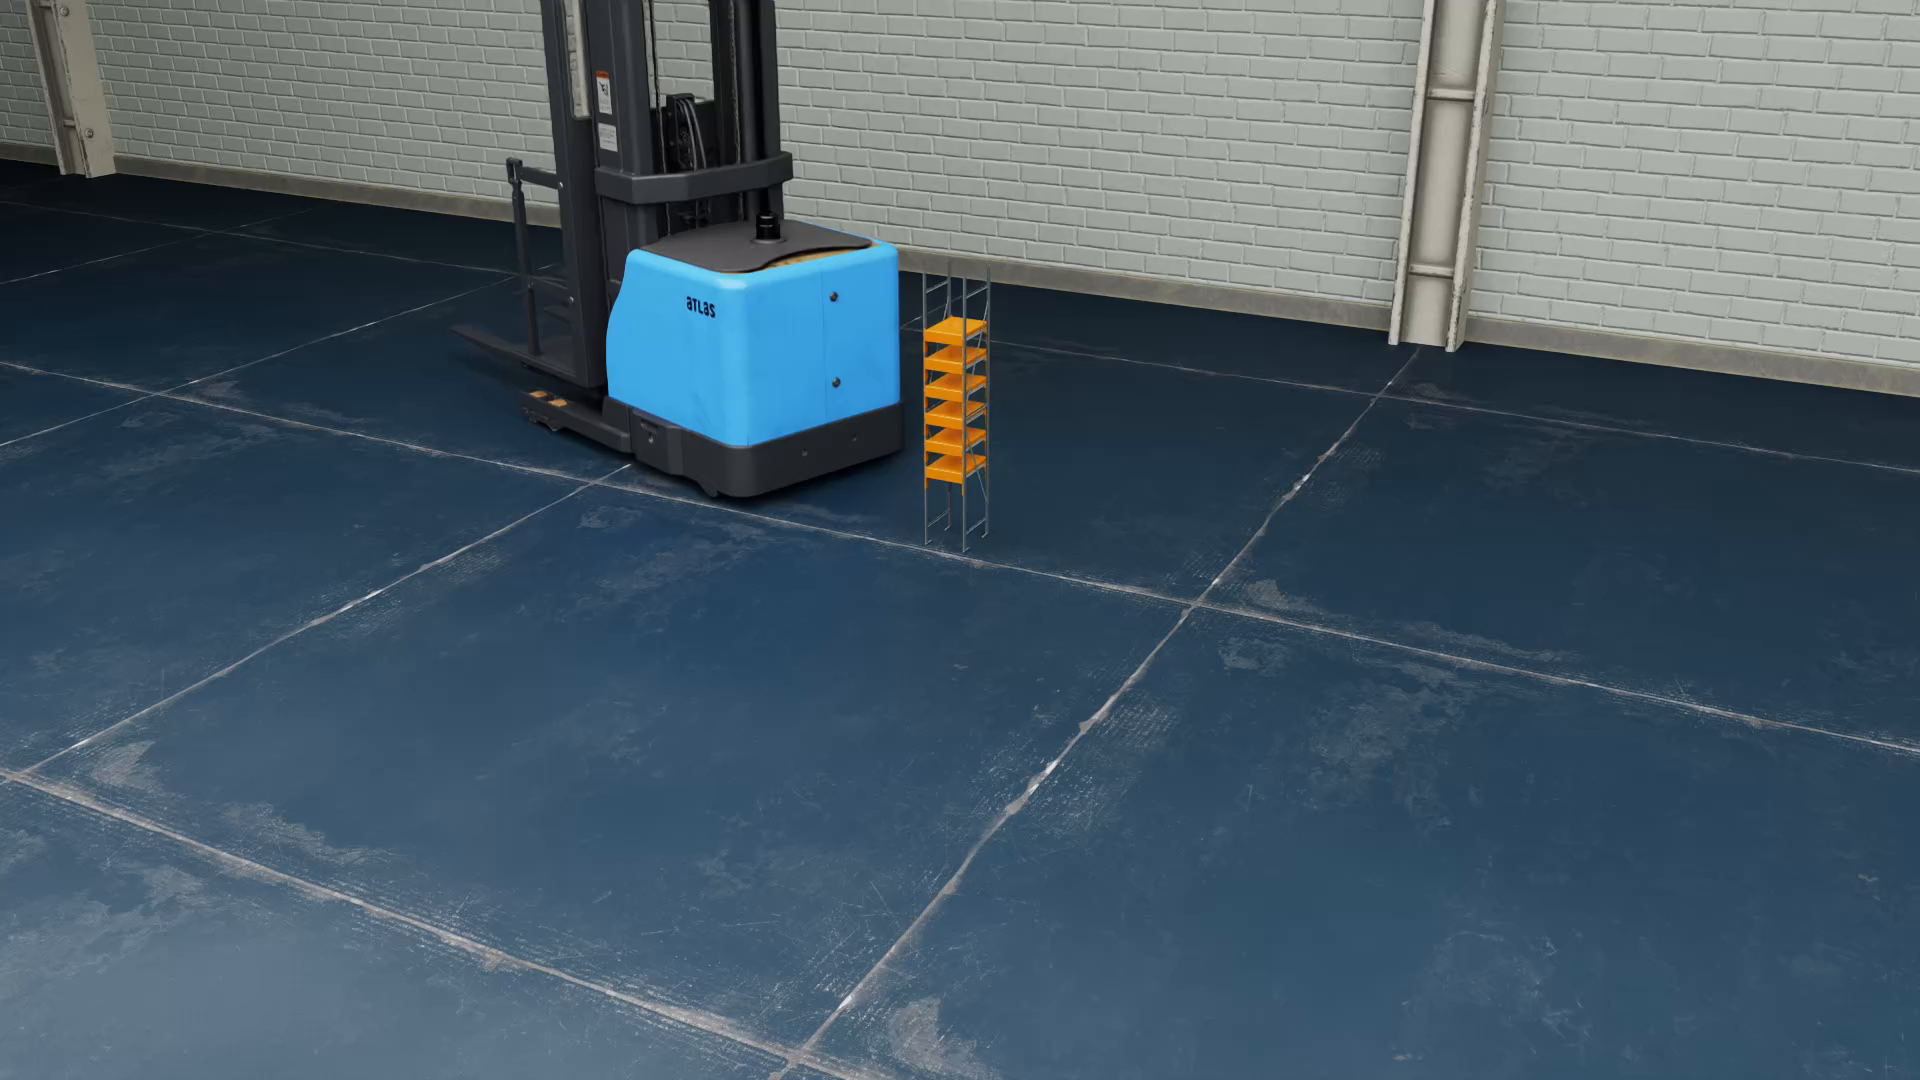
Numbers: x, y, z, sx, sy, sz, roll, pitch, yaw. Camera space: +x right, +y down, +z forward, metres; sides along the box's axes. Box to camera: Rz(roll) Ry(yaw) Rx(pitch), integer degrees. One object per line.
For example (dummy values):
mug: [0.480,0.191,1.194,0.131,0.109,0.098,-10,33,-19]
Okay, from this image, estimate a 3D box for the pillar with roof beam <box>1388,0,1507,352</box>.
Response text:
pillar with roof beam: [0.885,-3.841,4.783,0.400,9.000,9.100,11,25,25]

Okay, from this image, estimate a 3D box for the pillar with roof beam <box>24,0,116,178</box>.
pillar with roof beam: [-9.824,-5.960,9.766,0.400,9.000,9.100,11,25,25]

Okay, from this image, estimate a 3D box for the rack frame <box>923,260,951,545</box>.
rack frame: [-0.095,-0.571,7.059,0.006,1.200,0.240,11,25,25]

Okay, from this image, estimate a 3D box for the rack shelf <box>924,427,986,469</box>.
rack shelf: [-0.013,-0.403,7.086,0.180,0.103,0.258,11,25,25]

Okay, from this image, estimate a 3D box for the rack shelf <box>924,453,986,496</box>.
rack shelf: [-0.013,-0.293,7.133,0.180,0.103,0.258,11,25,25]

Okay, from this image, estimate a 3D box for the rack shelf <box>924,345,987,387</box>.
rack shelf: [-0.013,-0.735,6.945,0.180,0.103,0.258,11,25,25]

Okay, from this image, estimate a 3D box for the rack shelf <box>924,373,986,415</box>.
rack shelf: [-0.013,-0.624,6.992,0.180,0.103,0.258,11,25,25]

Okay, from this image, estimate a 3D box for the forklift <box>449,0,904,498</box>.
forklift: [-1.652,-2.029,8.275,1.130,2.935,3.031,-20,30,-39]

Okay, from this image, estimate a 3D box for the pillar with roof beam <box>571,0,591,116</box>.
pillar with roof beam: [-4.469,-4.900,7.275,0.400,9.000,9.100,11,25,25]

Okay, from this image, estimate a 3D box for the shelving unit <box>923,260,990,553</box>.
shelving unit: [-0.013,-0.555,7.021,0.189,1.200,0.258,11,25,25]

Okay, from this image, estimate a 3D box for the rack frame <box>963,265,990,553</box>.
rack frame: [0.069,-0.539,6.983,0.006,1.200,0.240,11,25,25]

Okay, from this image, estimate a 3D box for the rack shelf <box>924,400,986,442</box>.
rack shelf: [-0.013,-0.514,7.039,0.180,0.103,0.258,11,25,25]

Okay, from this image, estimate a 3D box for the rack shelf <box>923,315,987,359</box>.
rack shelf: [-0.013,-0.845,6.898,0.180,0.103,0.258,11,25,25]
